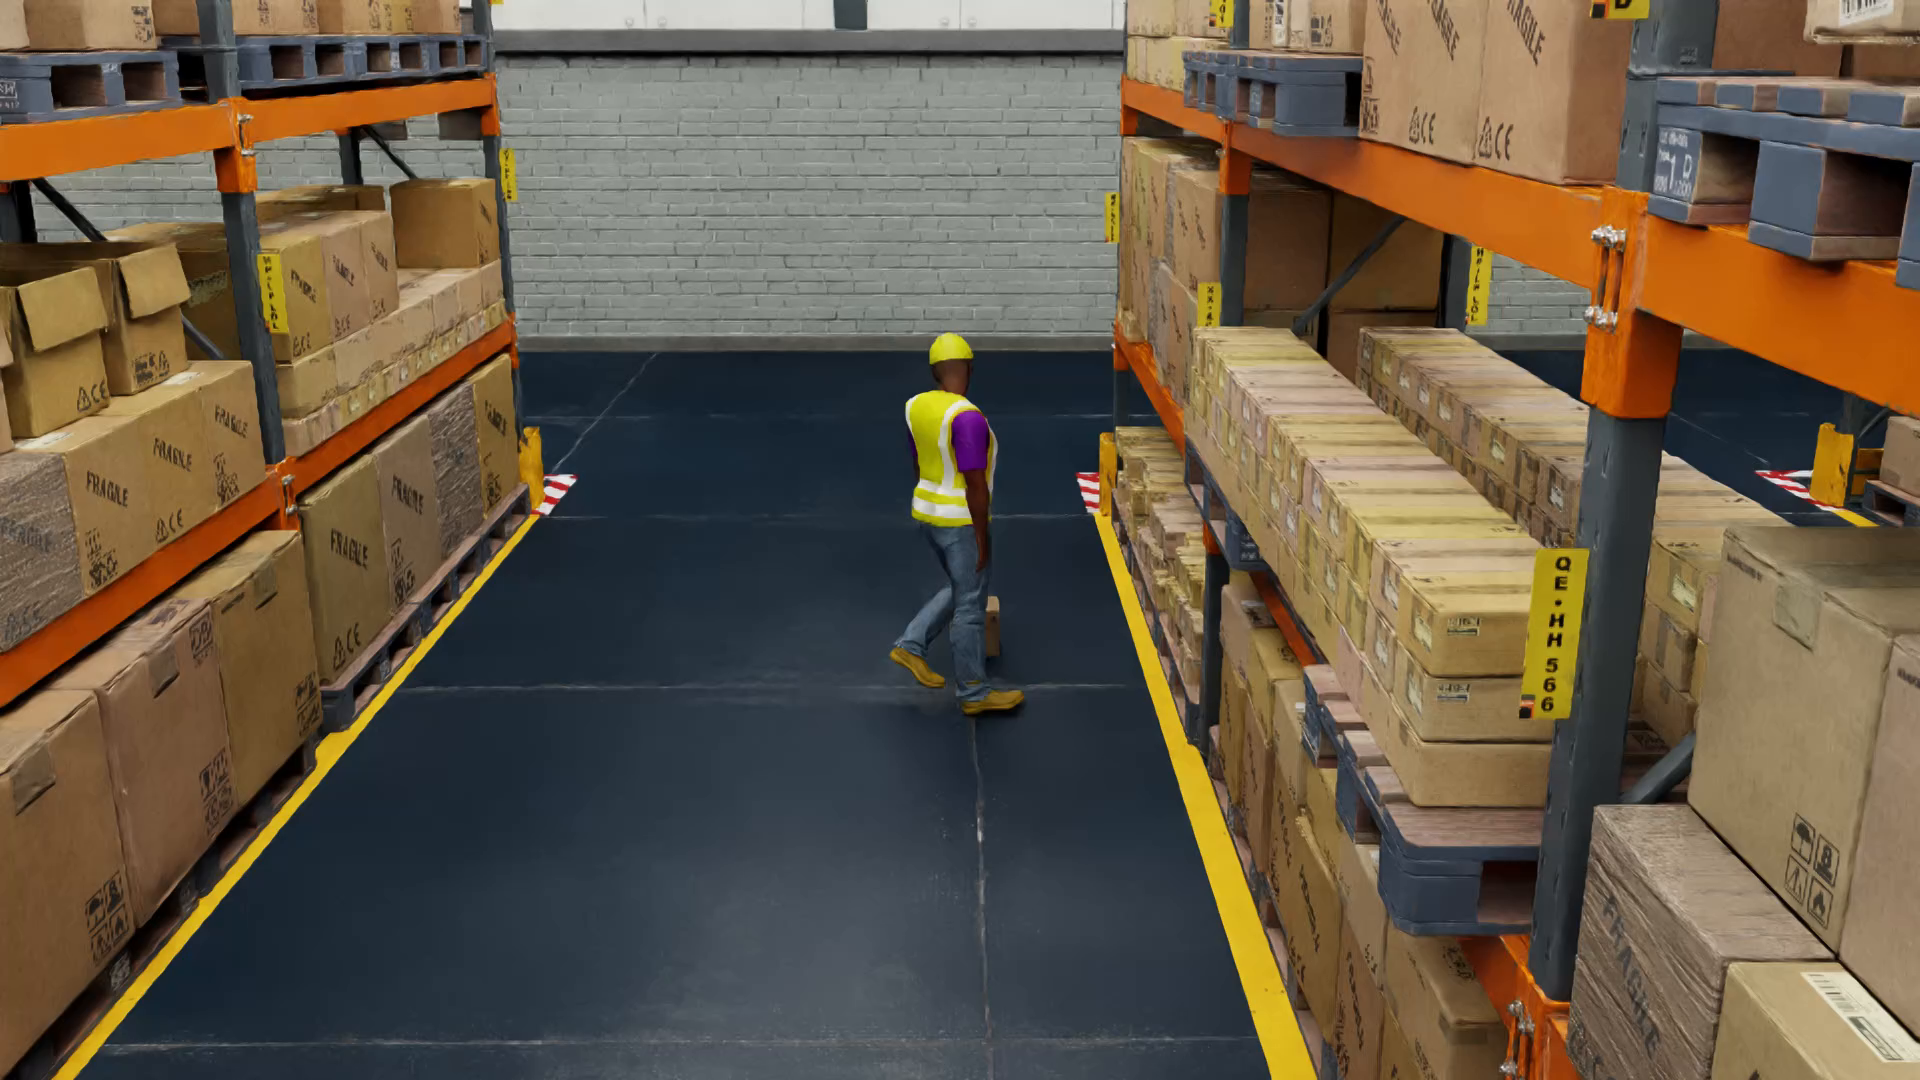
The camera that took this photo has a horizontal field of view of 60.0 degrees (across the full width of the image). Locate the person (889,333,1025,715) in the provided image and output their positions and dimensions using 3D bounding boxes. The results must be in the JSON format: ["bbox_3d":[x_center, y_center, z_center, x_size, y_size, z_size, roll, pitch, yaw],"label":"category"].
[{"bbox_3d":[-0.051,-0.081,7.747,0.520,1.757,0.635,-9,19,-28],"label":"person"}]
